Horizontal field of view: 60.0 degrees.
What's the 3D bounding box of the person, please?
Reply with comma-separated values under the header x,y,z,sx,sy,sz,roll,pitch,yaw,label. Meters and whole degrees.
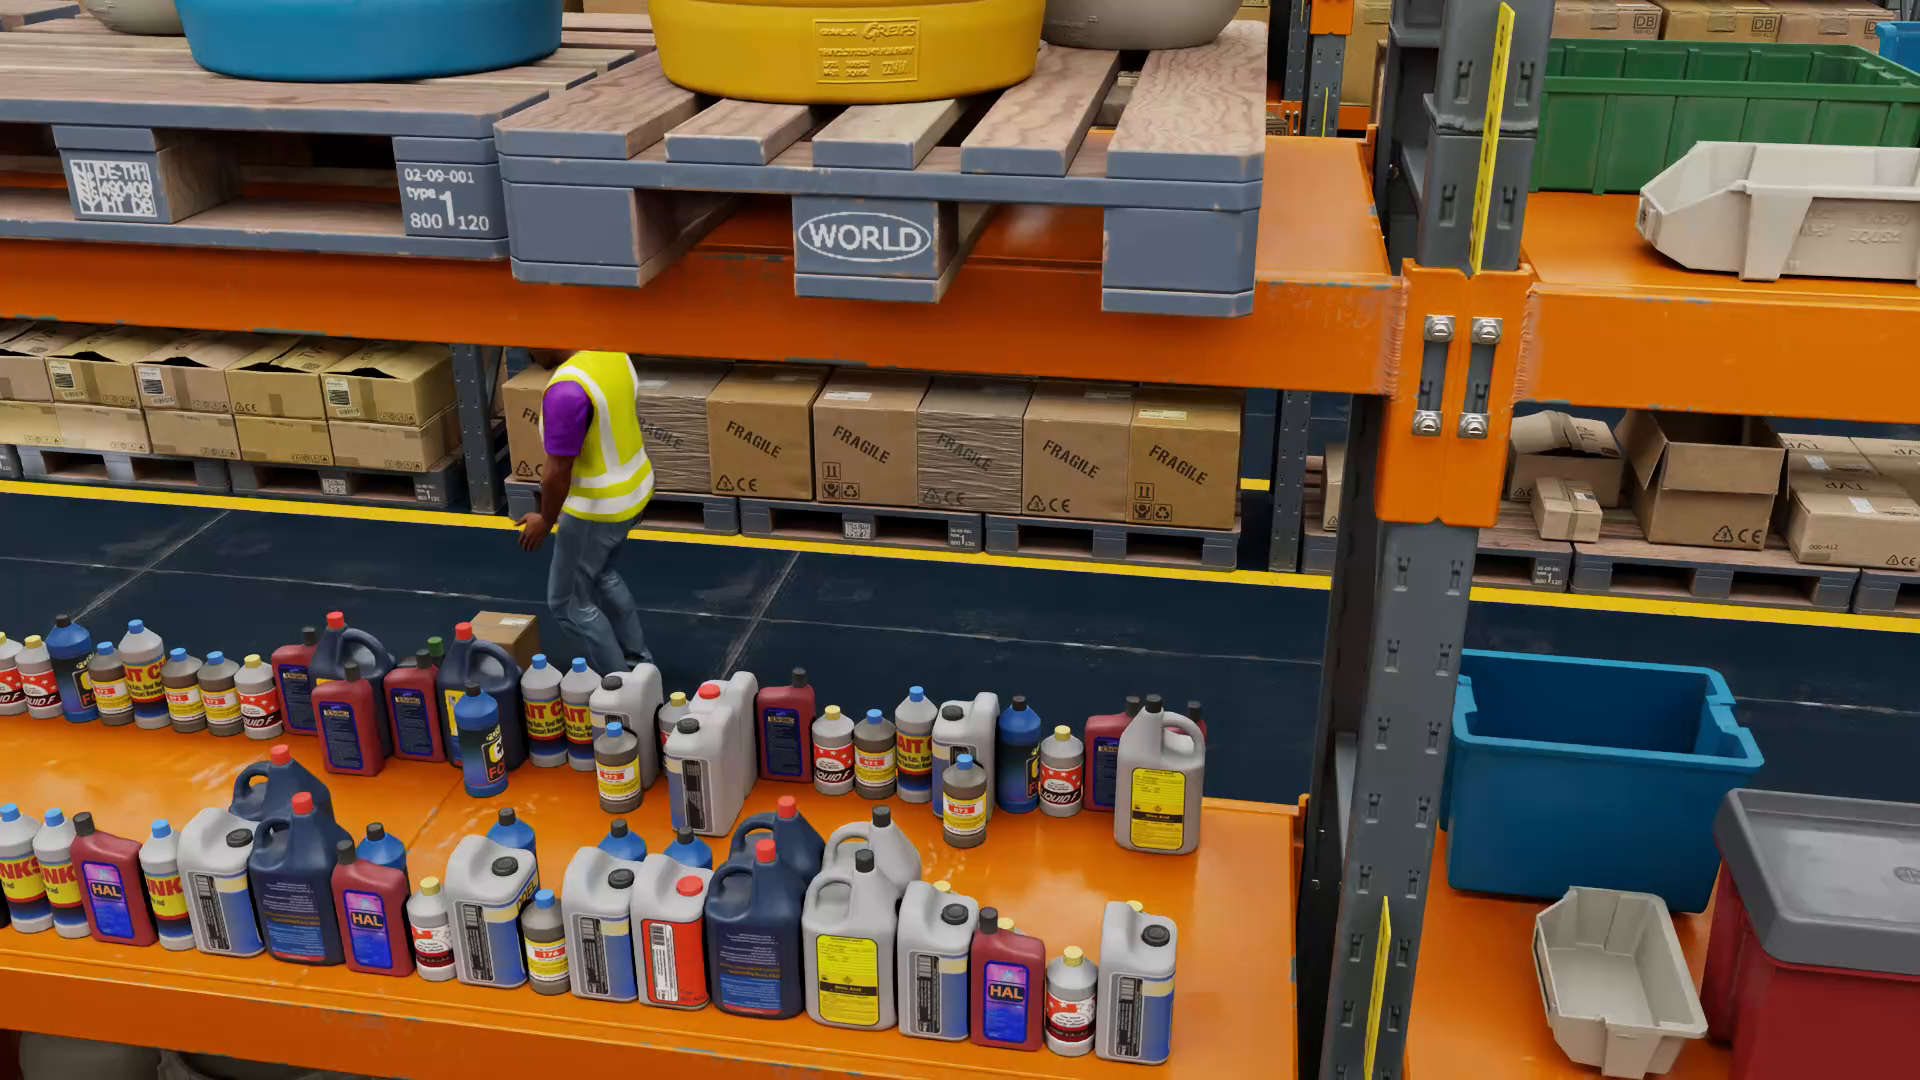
x,y,z,sx,sy,sz,roll,pitch,yaw,label
-1.438,-0.128,6.473,0.434,1.672,0.595,5,25,10,person
